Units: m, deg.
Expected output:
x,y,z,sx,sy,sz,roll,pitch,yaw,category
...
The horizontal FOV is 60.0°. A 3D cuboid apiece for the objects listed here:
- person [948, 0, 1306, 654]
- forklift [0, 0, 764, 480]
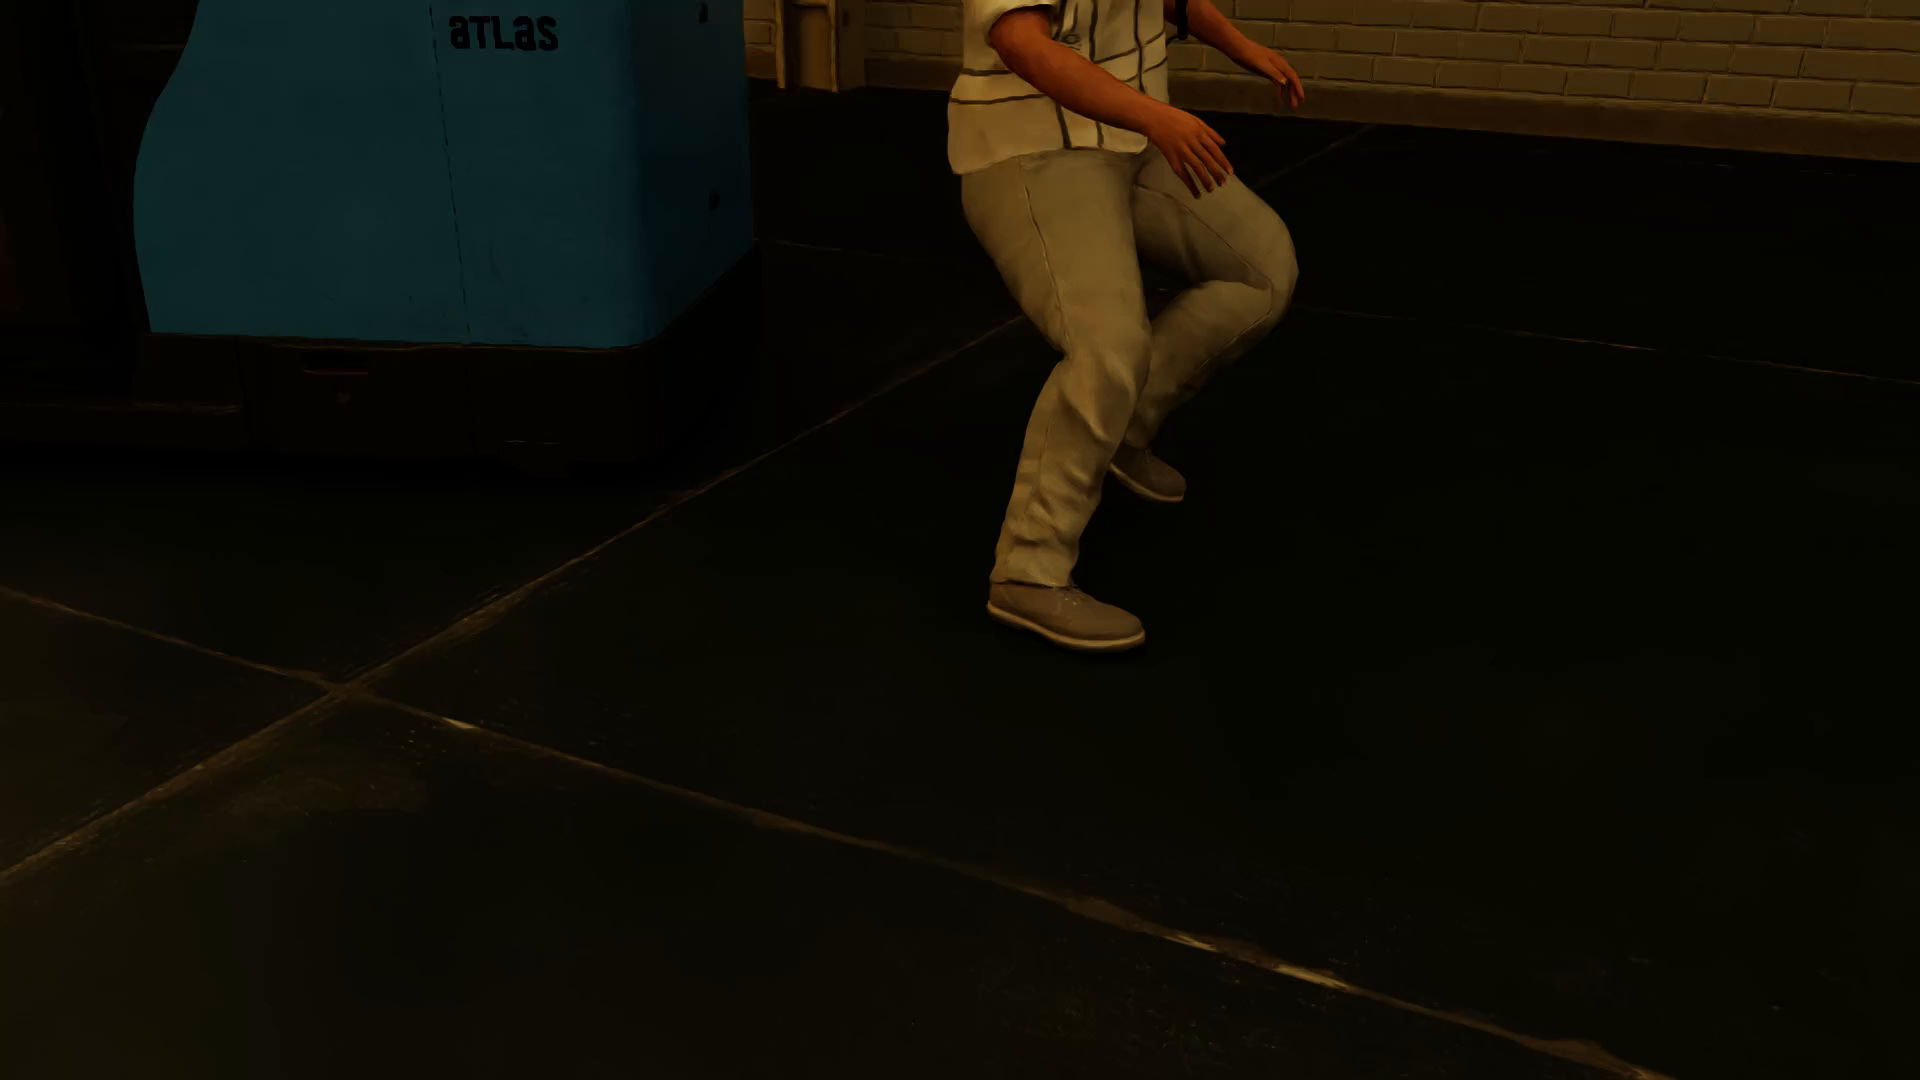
x,y,z,sx,sy,sz,roll,pitch,yaw,category
0.282,-0.672,2.869,0.679,1.507,0.816,15,27,31,person
-2.060,-1.714,3.517,3.031,2.935,1.130,3,23,7,forklift
